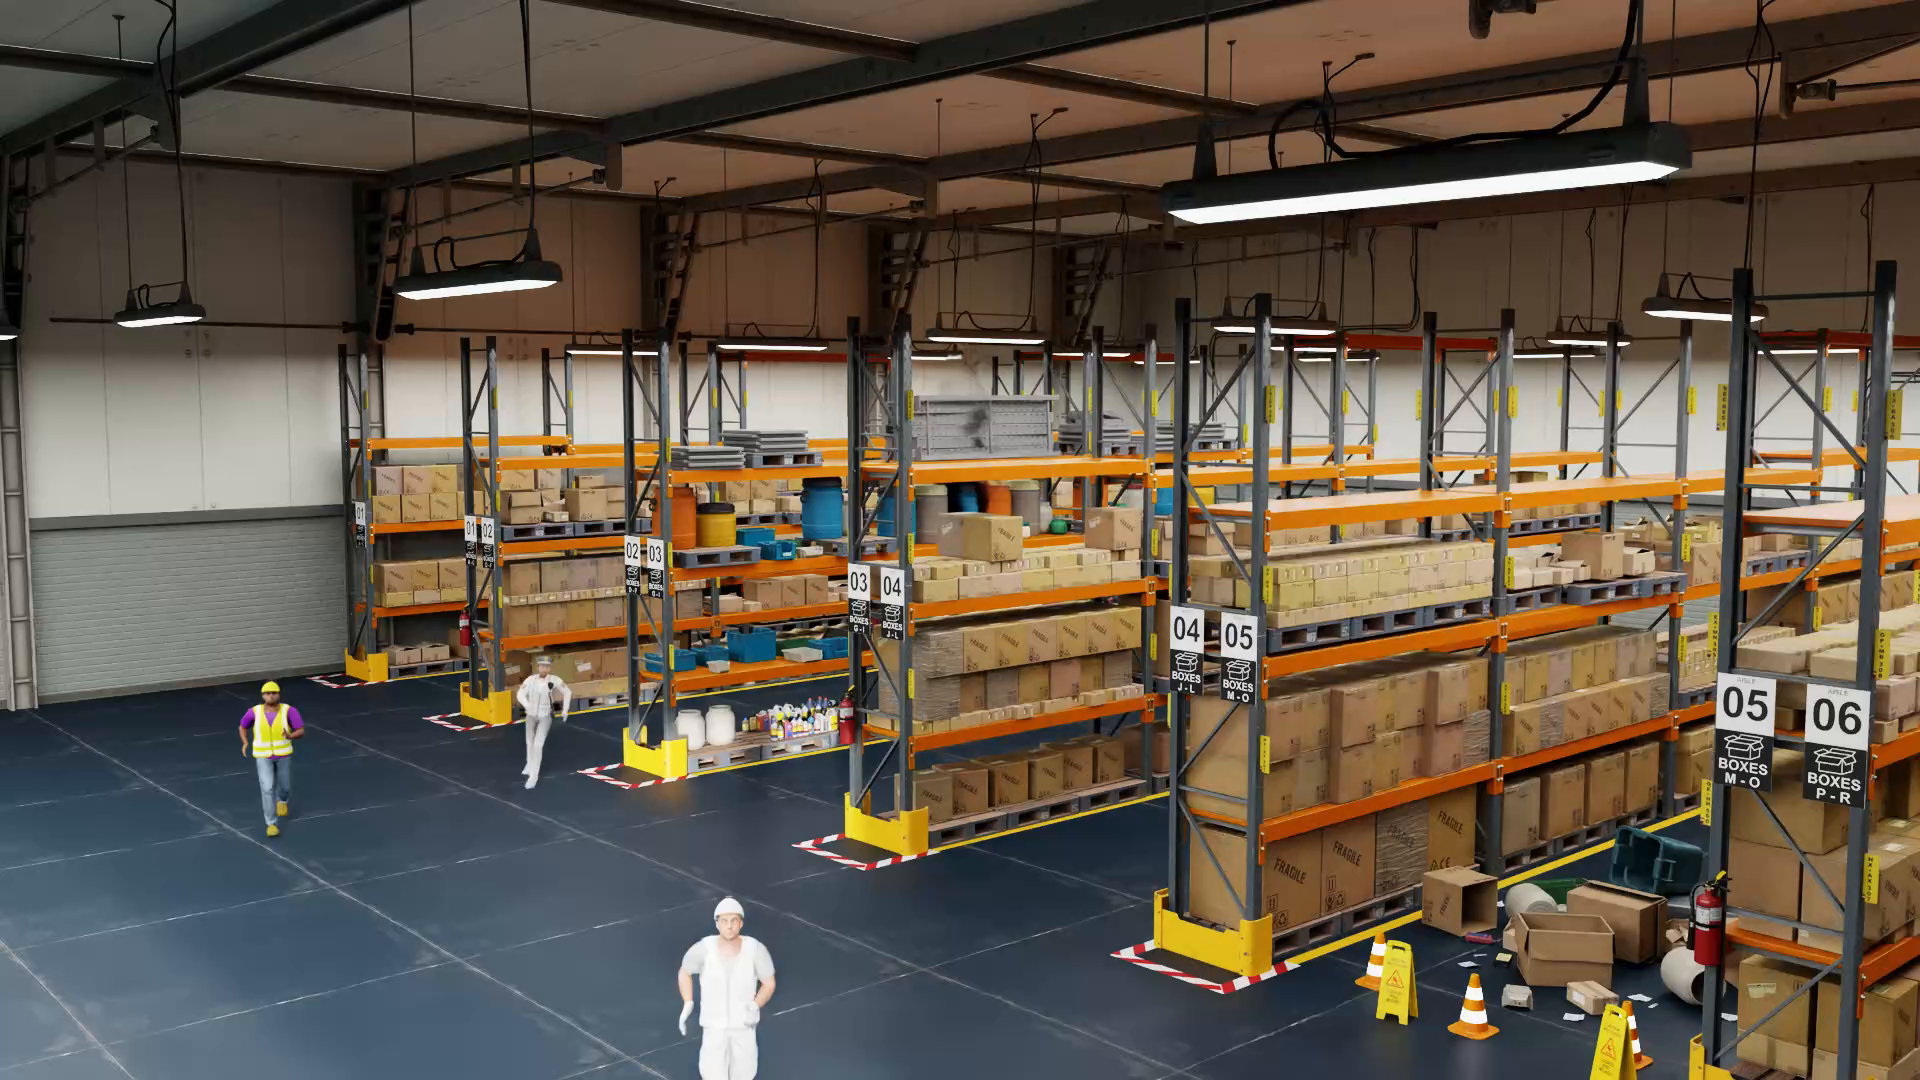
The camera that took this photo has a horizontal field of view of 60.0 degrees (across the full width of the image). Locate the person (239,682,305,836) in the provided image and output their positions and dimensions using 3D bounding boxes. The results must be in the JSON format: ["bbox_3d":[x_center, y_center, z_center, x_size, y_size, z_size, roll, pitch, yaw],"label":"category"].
[{"bbox_3d":[-8.069,2.529,19.531,0.710,1.747,0.963,-2,6,-25],"label":"person"}]

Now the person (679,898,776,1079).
[{"bbox_3d":[-1.565,3.291,11.239,0.656,1.739,0.587,-1,5,-10],"label":"person"}]

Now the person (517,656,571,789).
[{"bbox_3d":[-5.514,2.360,21.952,0.678,1.707,0.810,0,5,0],"label":"person"}]
